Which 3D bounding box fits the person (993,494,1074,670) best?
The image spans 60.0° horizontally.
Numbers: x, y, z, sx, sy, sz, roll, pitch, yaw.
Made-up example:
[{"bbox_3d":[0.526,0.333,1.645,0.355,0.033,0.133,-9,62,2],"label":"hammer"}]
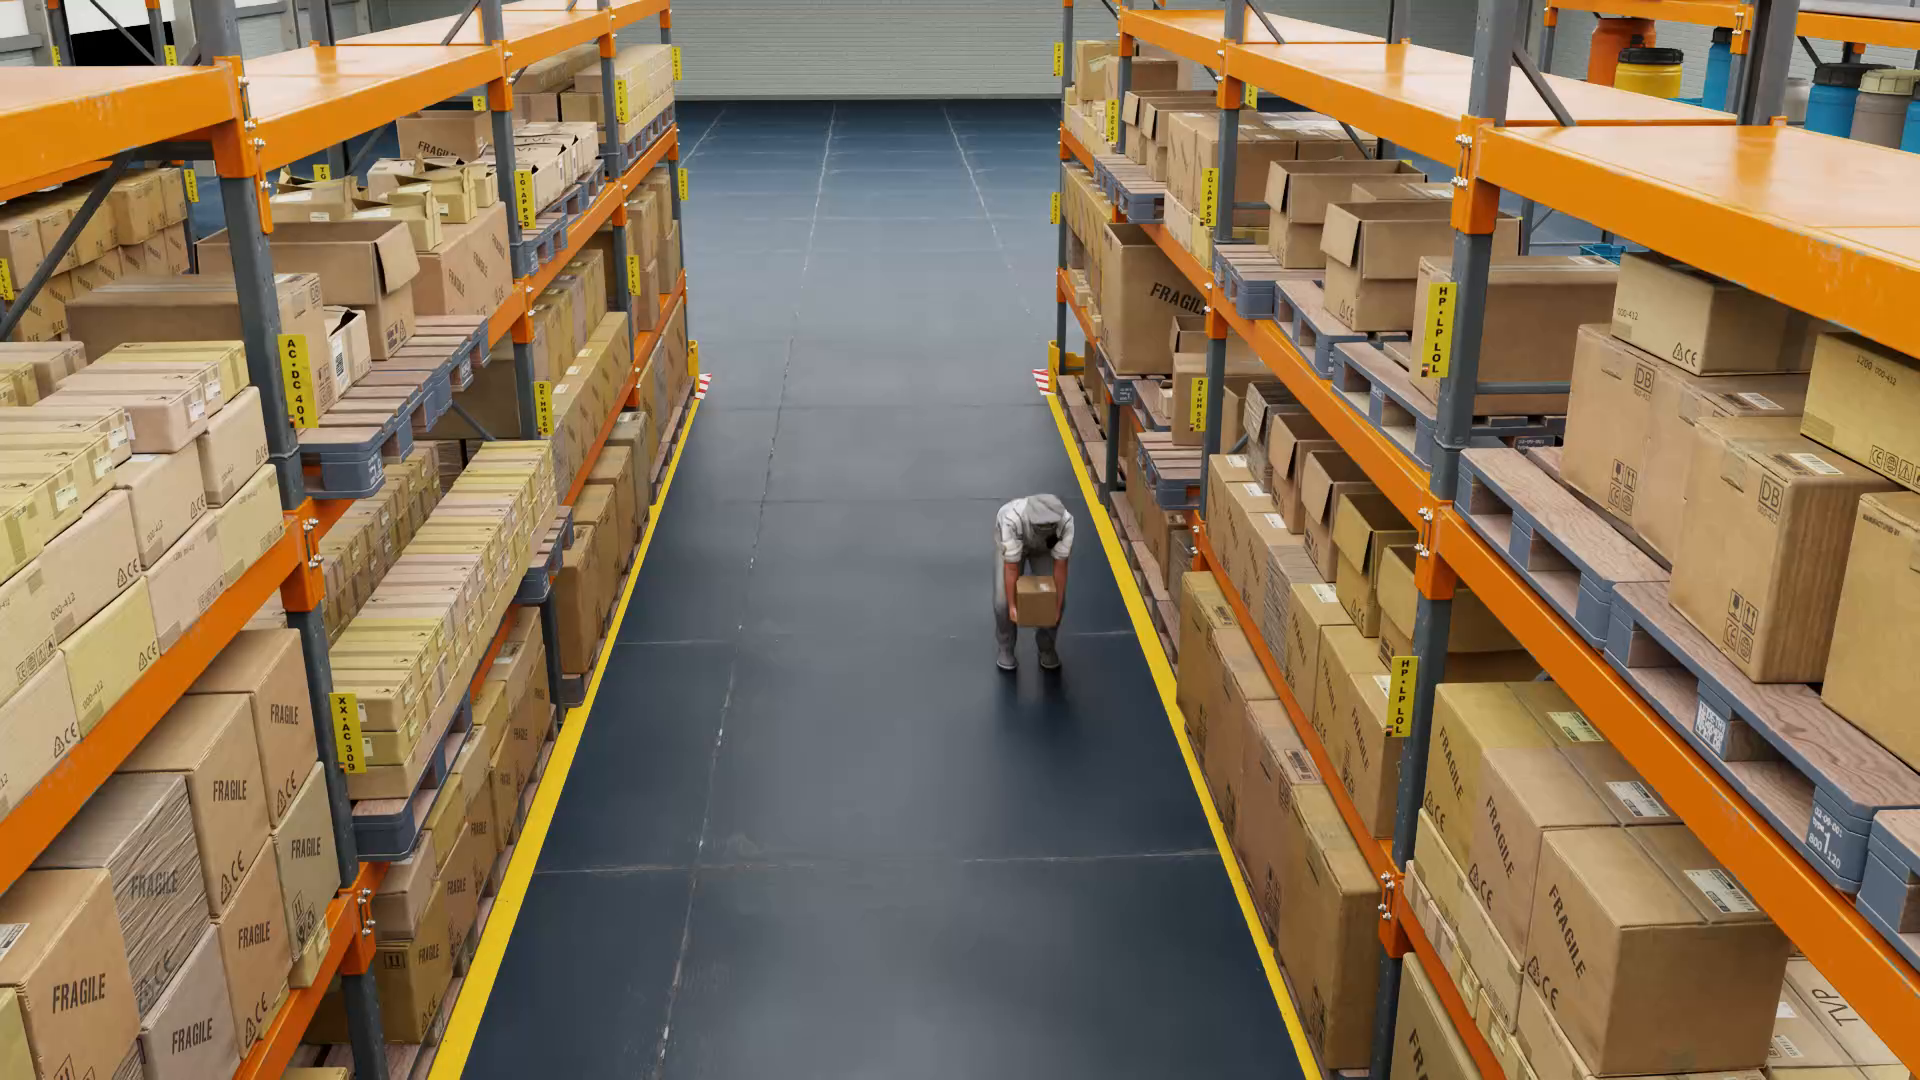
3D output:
[{"bbox_3d":[0.478,0.257,10.926,0.492,1.372,0.973,-2,20,-5],"label":"person"}]
